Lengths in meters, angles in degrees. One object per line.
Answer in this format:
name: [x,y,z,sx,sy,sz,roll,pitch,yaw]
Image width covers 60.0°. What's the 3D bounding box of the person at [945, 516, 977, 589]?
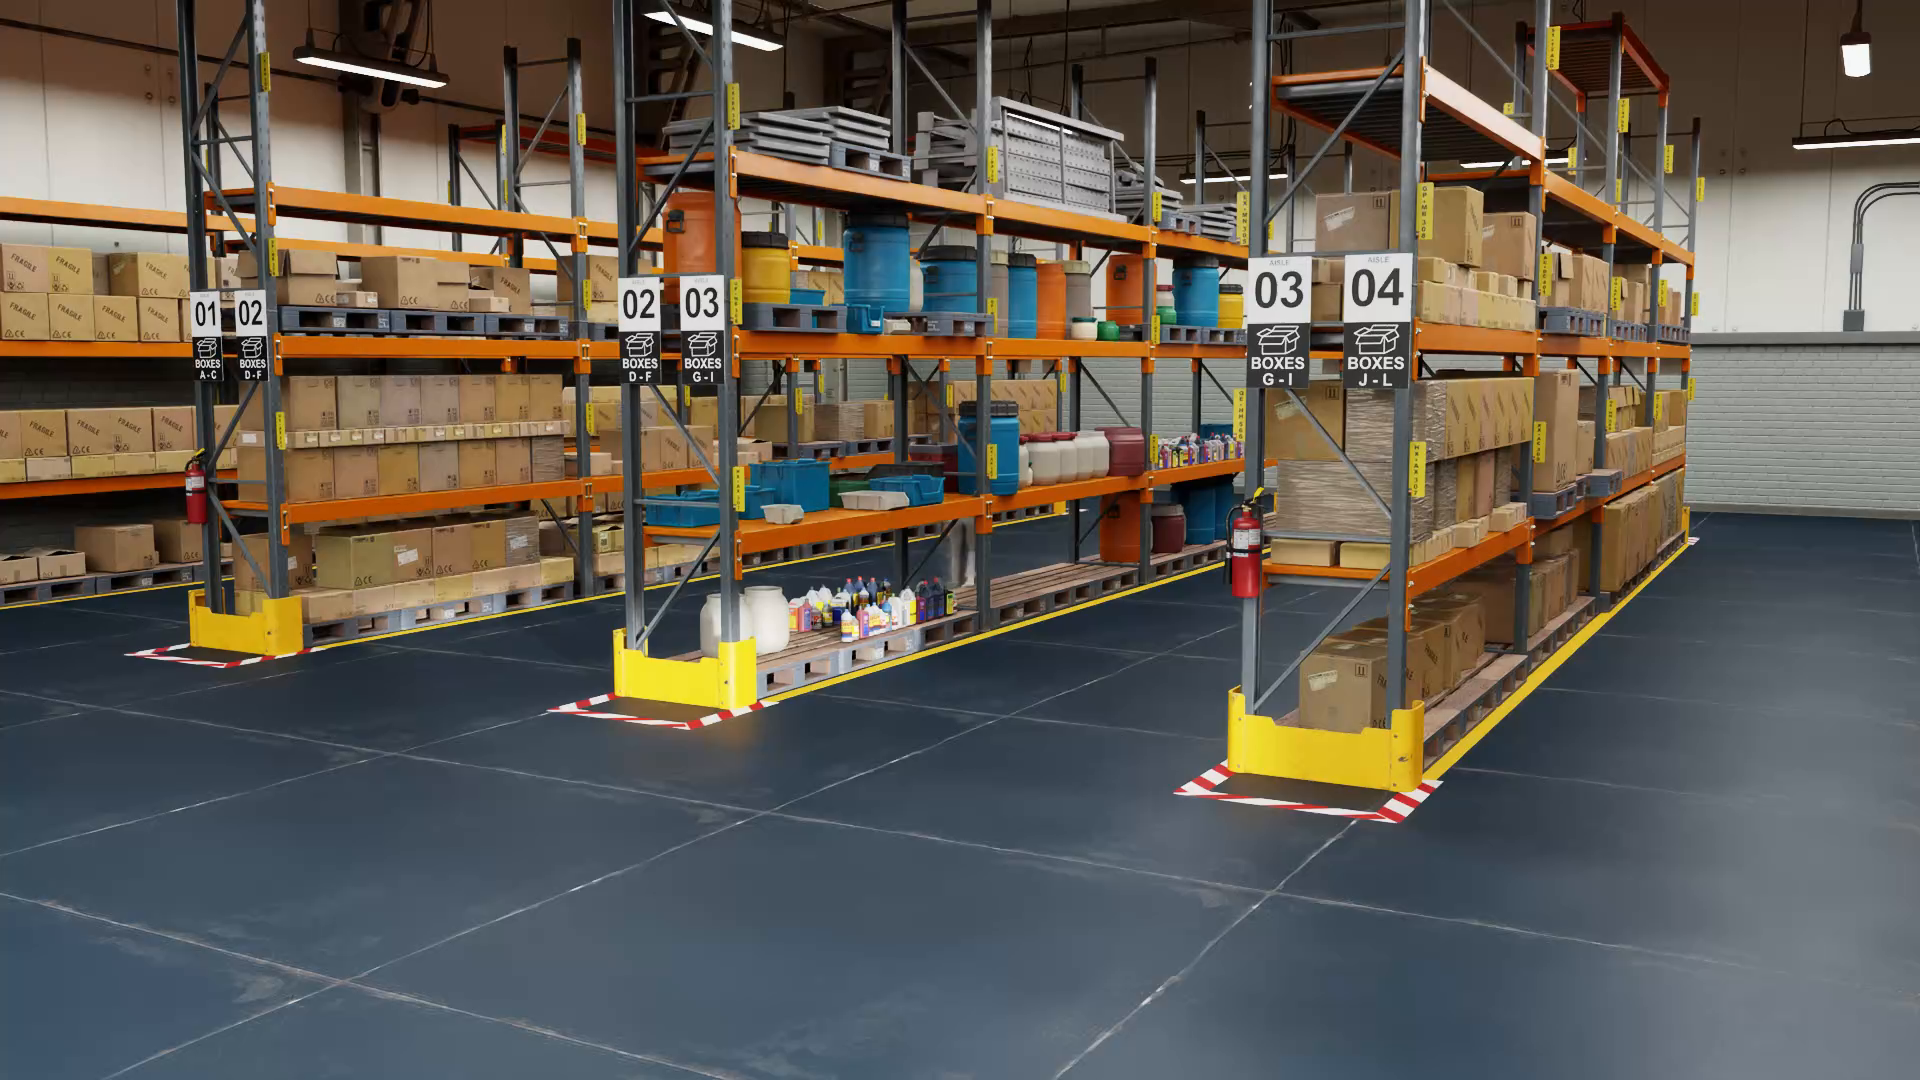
person: [0.080,-0.162,17.860,0.455,1.656,0.667,1,6,13]
